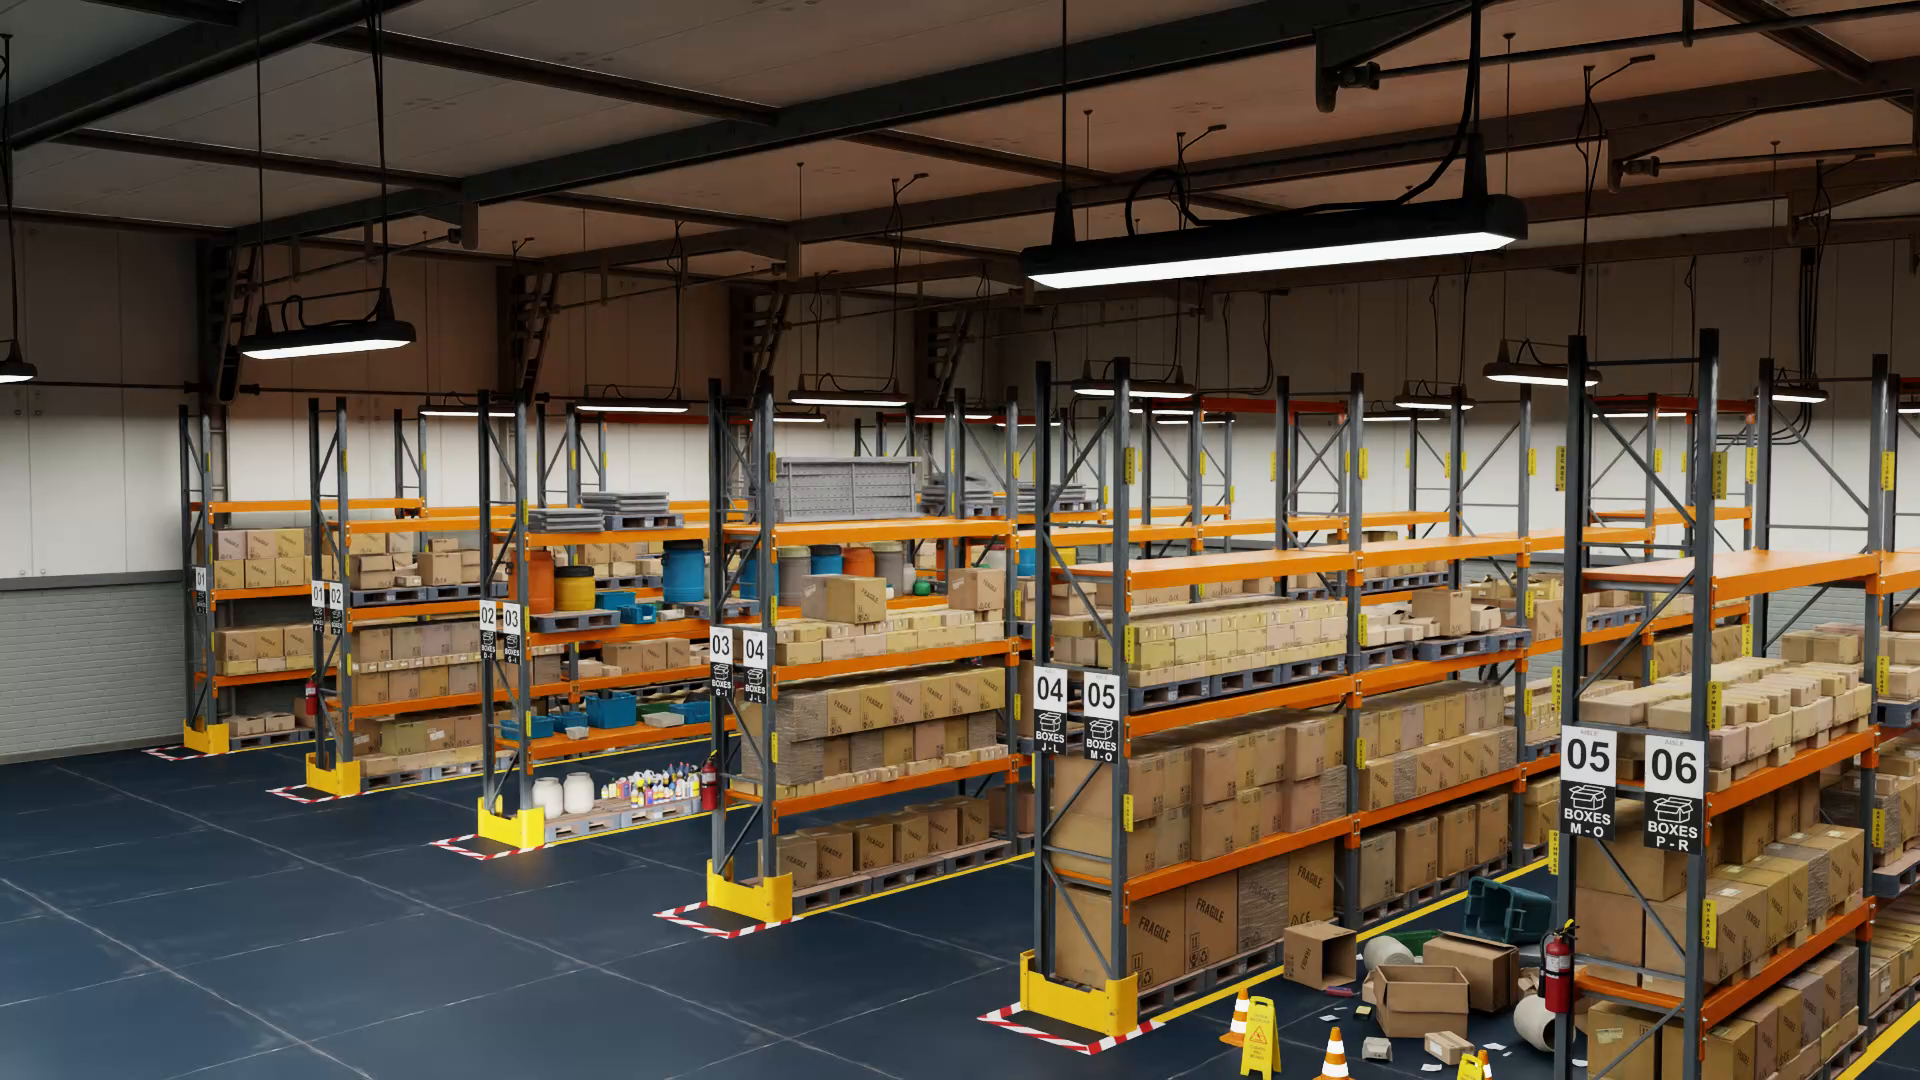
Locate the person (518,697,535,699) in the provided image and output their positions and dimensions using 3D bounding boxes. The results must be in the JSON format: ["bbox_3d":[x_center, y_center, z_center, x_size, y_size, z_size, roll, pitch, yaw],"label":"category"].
[{"bbox_3d":[-8.106,2.691,30.560,0.493,1.715,0.593,-2,4,-36],"label":"person"}]

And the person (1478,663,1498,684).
[{"bbox_3d":[9.848,2.667,31.091,0.478,1.750,0.555,1,3,19],"label":"person"}]
